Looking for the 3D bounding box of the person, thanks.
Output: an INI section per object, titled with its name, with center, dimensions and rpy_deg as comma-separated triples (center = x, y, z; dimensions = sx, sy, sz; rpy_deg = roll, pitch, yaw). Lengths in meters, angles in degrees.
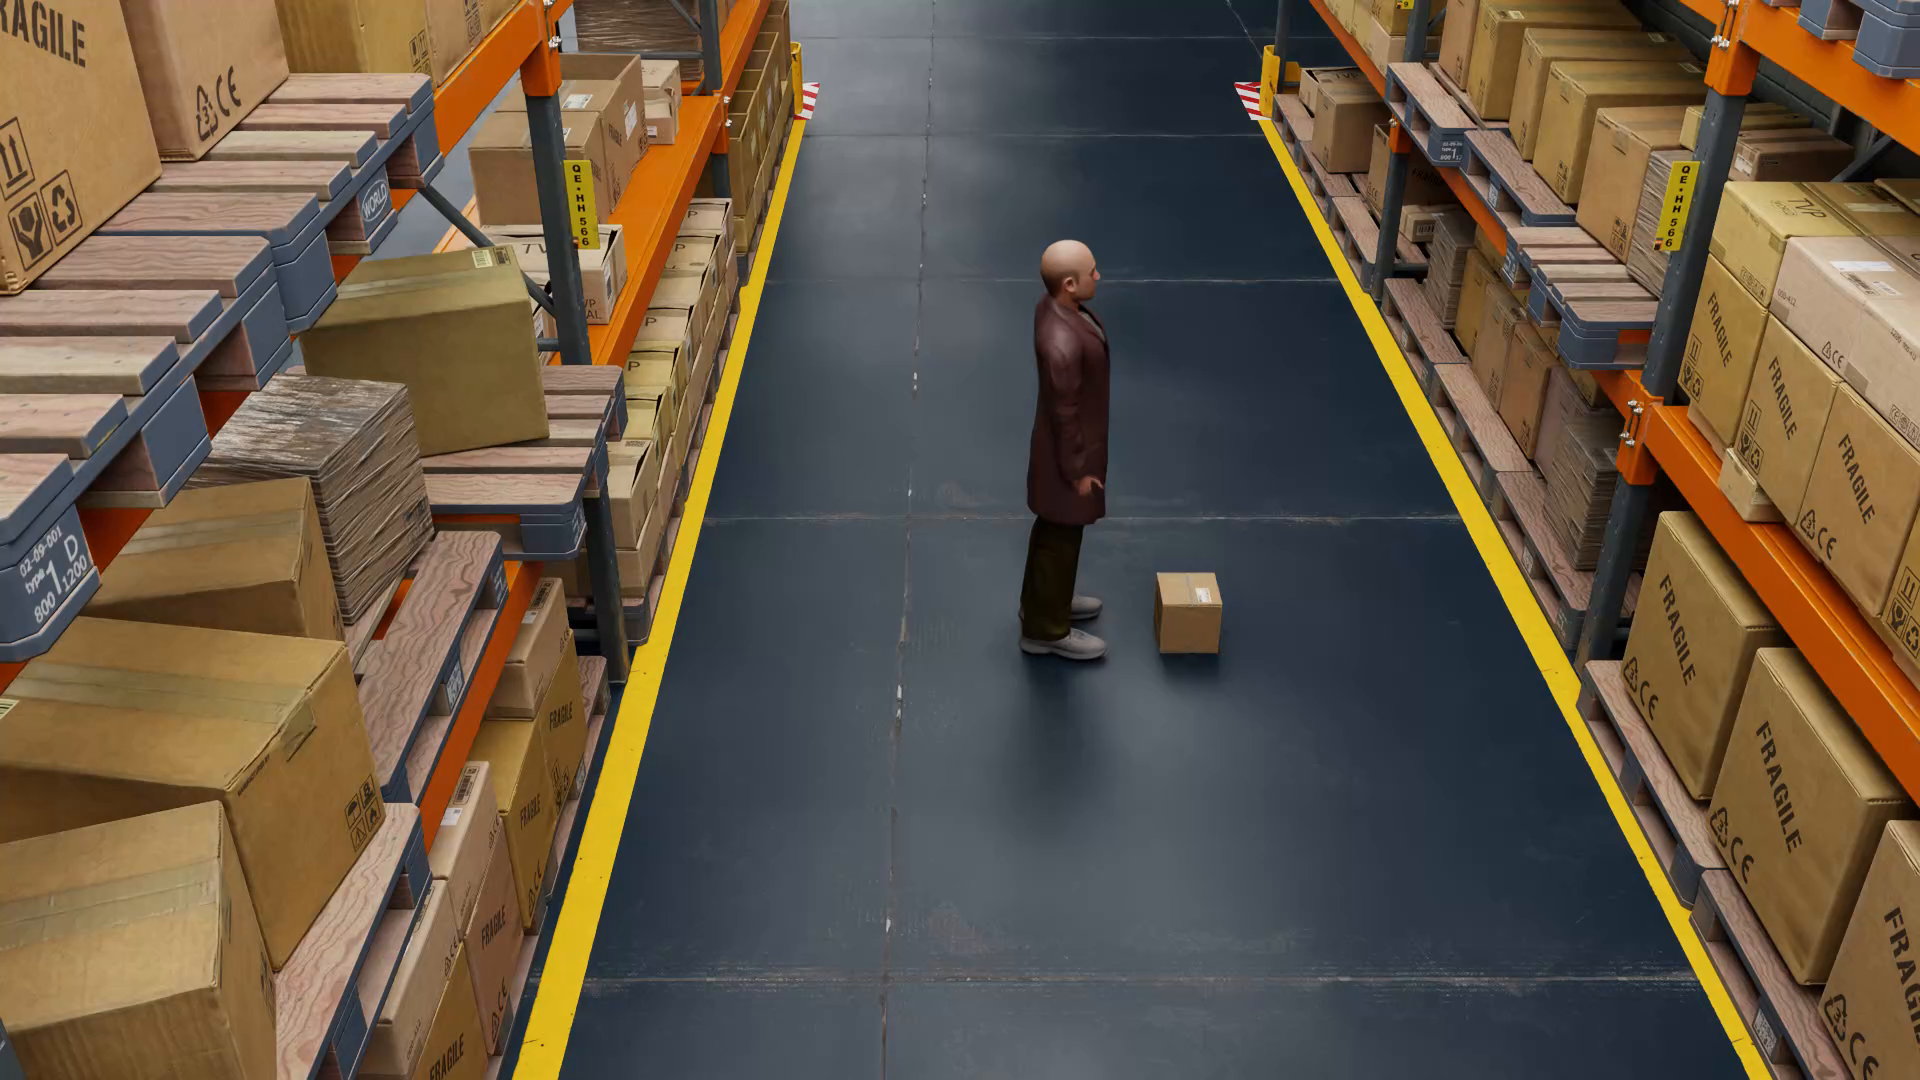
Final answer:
[person]
center = 0.440, -0.365, 6.727
dimensions = 0.374, 1.784, 0.562
rpy_deg = 1, 31, 1
